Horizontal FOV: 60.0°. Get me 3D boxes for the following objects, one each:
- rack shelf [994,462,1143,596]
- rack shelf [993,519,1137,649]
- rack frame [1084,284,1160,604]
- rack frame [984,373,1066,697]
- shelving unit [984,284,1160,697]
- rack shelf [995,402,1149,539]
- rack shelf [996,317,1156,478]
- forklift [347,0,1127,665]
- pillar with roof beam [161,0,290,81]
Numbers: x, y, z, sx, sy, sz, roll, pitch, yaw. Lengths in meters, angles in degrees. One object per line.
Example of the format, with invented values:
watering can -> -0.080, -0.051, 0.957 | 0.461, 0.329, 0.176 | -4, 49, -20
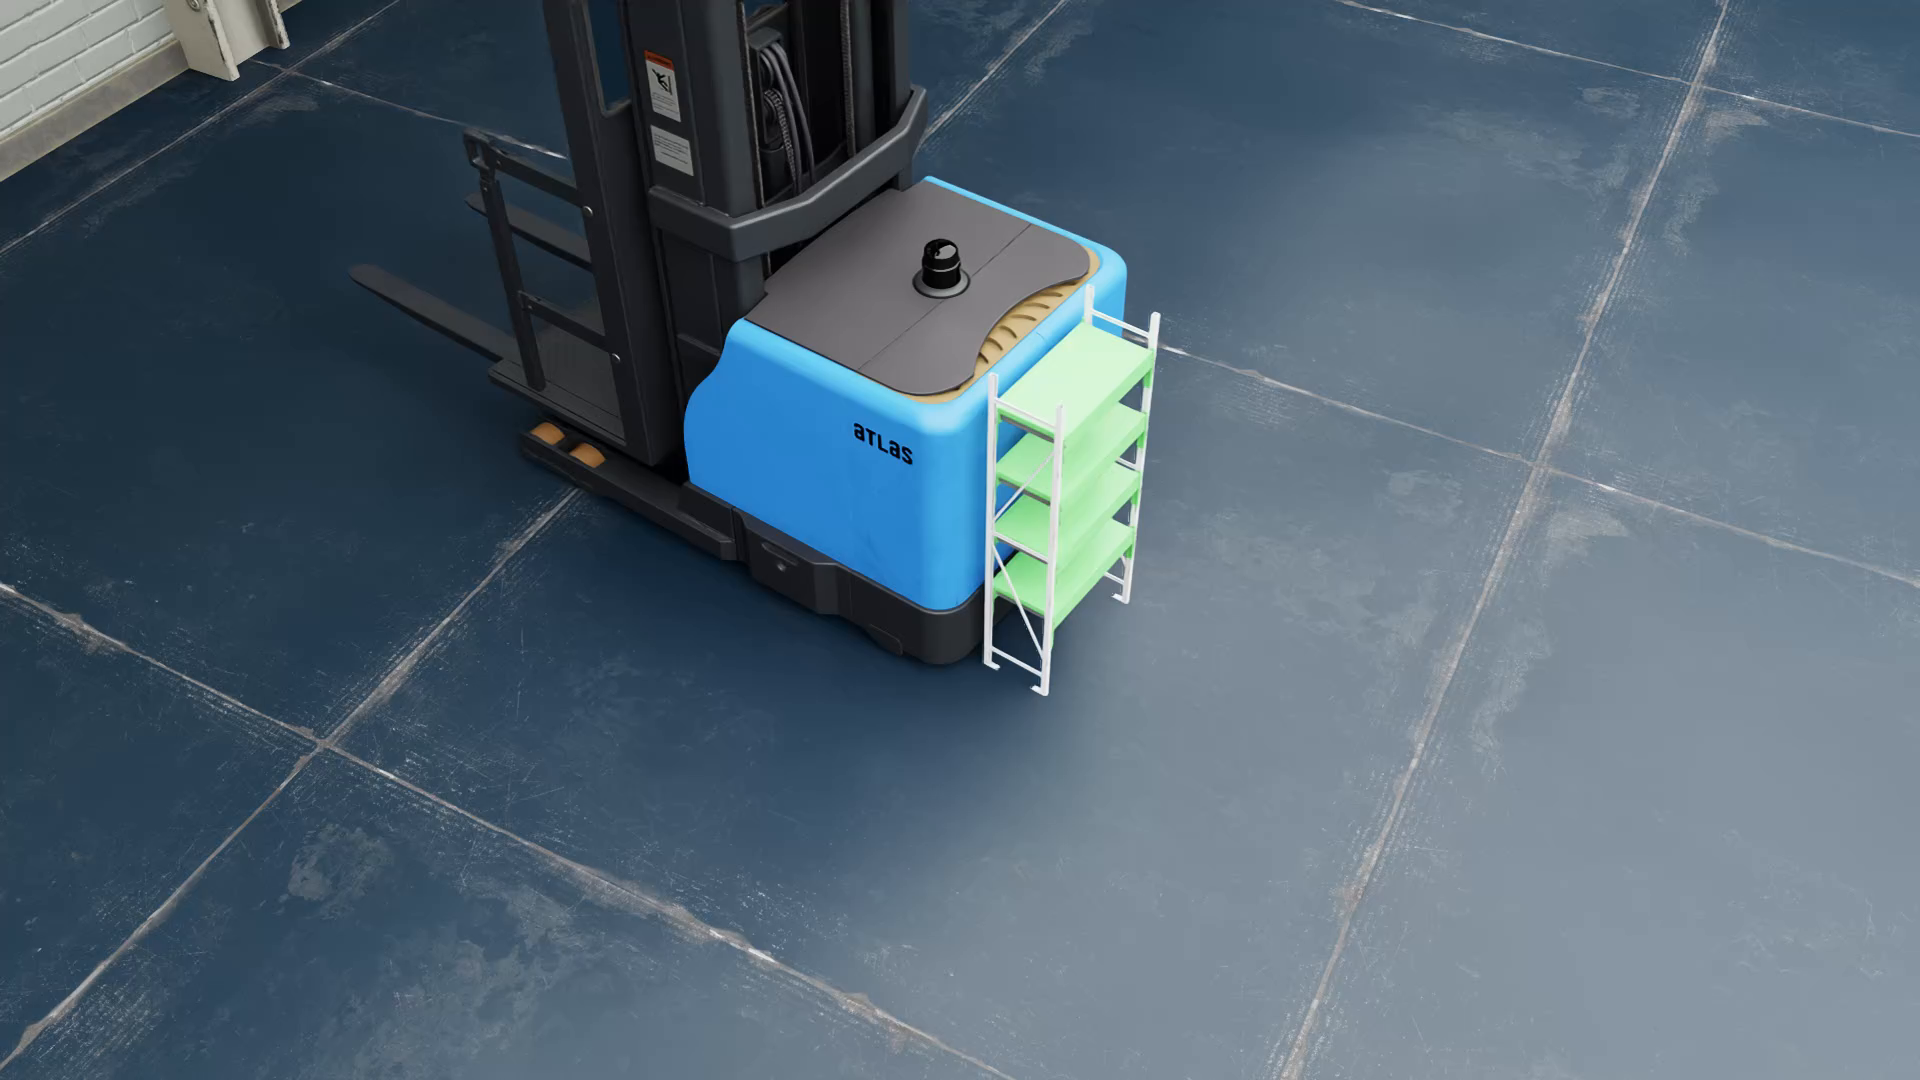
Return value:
rack shelf -> 0.321, -0.075, 5.070 | 0.258, 0.148, 0.480 | 27, 51, 24
rack shelf -> 0.320, 0.093, 5.241 | 0.258, 0.148, 0.480 | 27, 51, 24
rack frame -> 0.463, -0.261, 5.164 | 0.240, 1.200, 0.015 | 27, 51, 24
rack frame -> 0.179, 0.021, 4.885 | 0.240, 1.200, 0.015 | 27, 51, 24
shelving unit -> 0.321, -0.120, 5.025 | 0.258, 1.200, 0.503 | 27, 51, 24
rack shelf -> 0.321, -0.244, 4.900 | 0.258, 0.148, 0.480 | 27, 51, 24
rack shelf -> 0.321, -0.412, 4.729 | 0.258, 0.148, 0.480 | 27, 51, 24
forklift -> -0.963, -1.485, 5.157 | 3.031, 2.935, 1.130 | 27, 51, 24
pillar with roof beam -> 0.307, -4.097, 3.473 | 9.100, 9.000, 0.400 | 20, 49, 19
